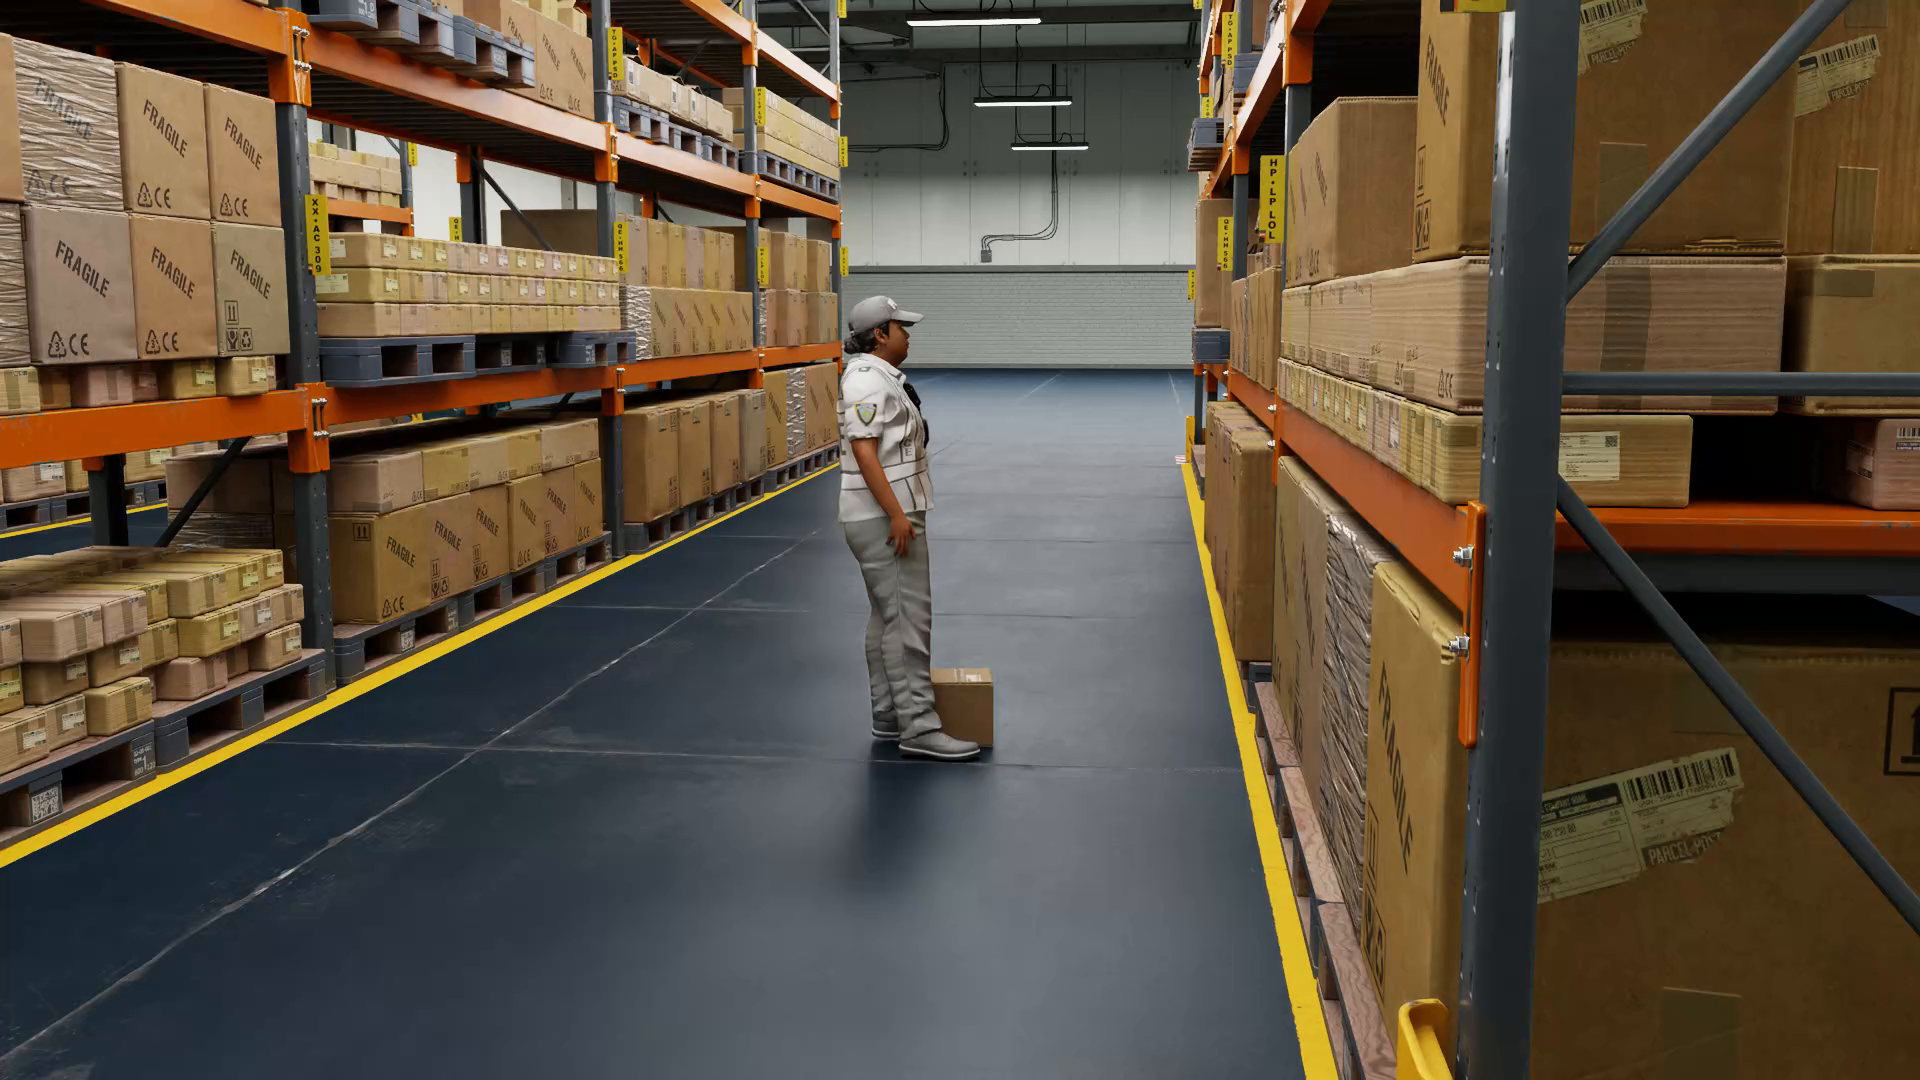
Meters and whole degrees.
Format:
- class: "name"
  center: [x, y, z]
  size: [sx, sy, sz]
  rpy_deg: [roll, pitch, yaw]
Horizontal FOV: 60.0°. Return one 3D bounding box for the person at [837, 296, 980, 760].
- class: "person"
  center: [-0.192, -0.067, 6.195]
  size: [0.529, 1.670, 0.598]
  rpy_deg: [0, 8, 0]
